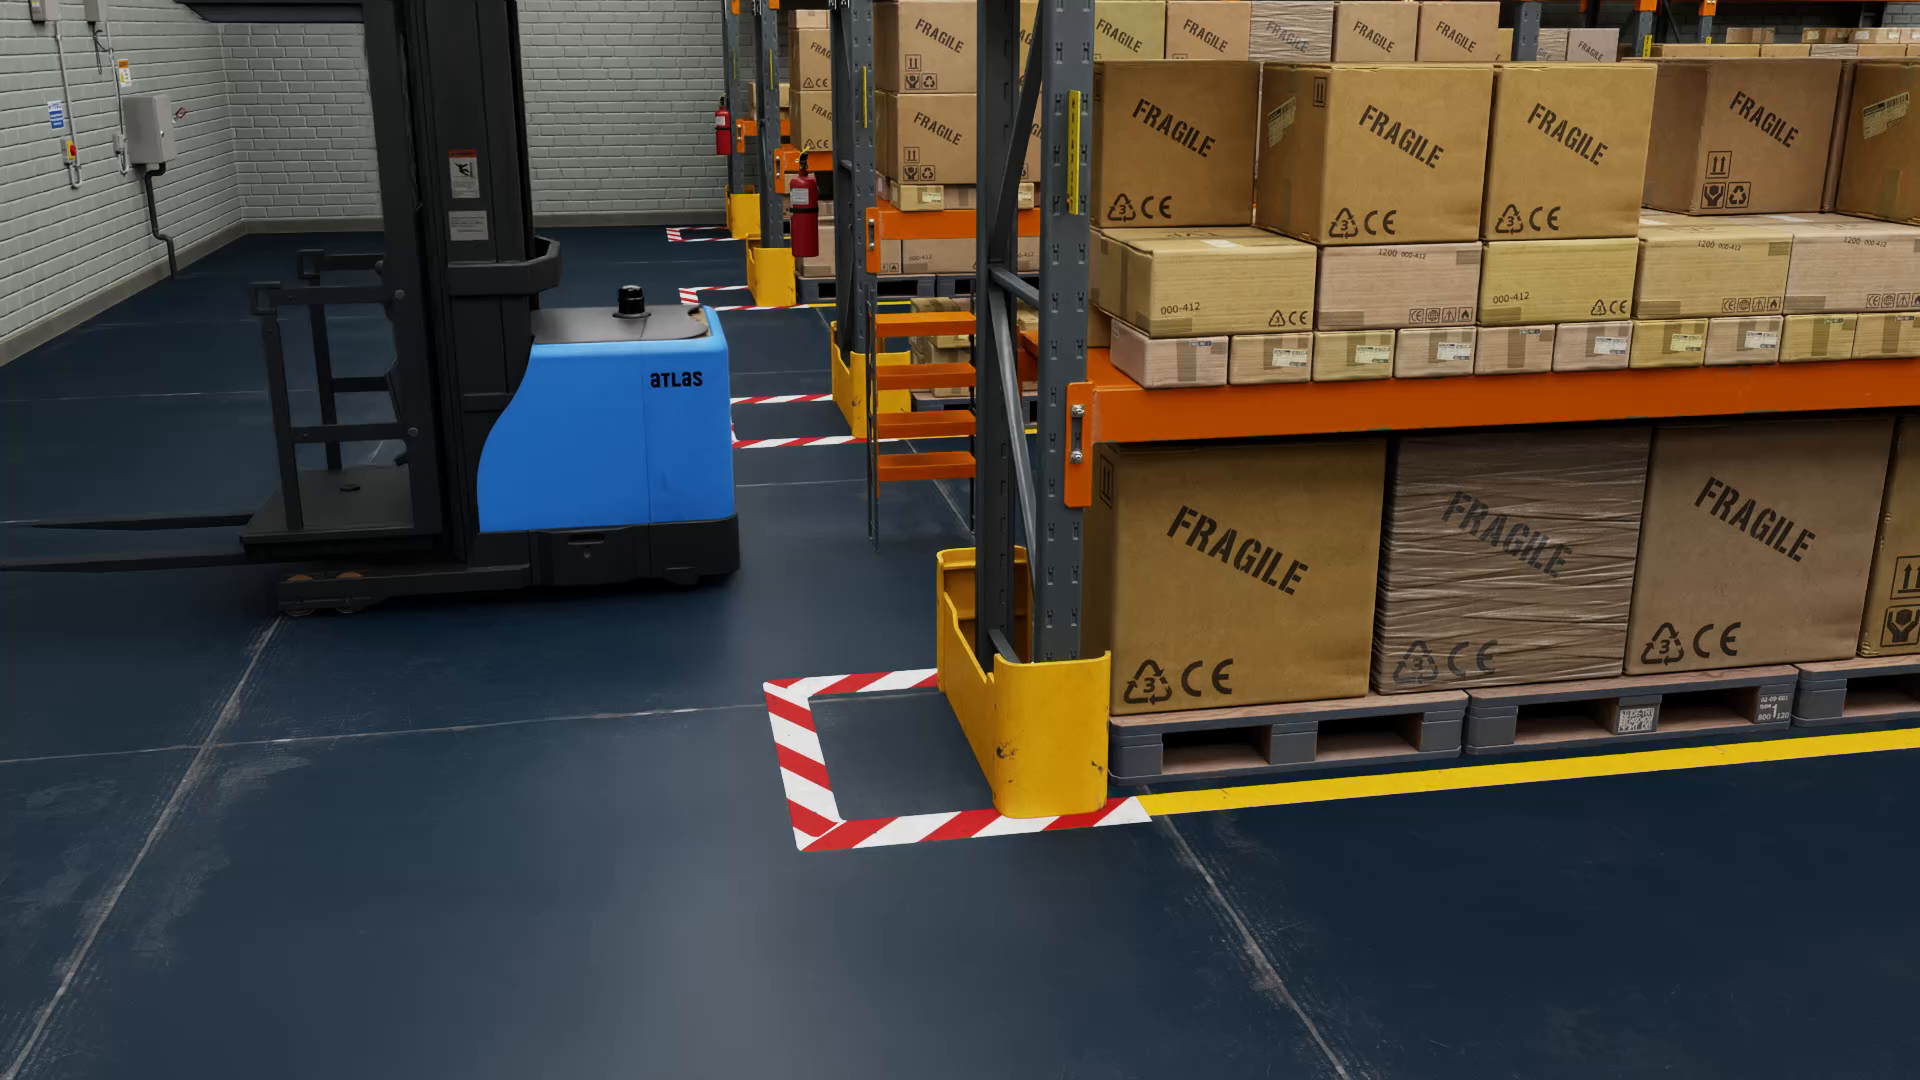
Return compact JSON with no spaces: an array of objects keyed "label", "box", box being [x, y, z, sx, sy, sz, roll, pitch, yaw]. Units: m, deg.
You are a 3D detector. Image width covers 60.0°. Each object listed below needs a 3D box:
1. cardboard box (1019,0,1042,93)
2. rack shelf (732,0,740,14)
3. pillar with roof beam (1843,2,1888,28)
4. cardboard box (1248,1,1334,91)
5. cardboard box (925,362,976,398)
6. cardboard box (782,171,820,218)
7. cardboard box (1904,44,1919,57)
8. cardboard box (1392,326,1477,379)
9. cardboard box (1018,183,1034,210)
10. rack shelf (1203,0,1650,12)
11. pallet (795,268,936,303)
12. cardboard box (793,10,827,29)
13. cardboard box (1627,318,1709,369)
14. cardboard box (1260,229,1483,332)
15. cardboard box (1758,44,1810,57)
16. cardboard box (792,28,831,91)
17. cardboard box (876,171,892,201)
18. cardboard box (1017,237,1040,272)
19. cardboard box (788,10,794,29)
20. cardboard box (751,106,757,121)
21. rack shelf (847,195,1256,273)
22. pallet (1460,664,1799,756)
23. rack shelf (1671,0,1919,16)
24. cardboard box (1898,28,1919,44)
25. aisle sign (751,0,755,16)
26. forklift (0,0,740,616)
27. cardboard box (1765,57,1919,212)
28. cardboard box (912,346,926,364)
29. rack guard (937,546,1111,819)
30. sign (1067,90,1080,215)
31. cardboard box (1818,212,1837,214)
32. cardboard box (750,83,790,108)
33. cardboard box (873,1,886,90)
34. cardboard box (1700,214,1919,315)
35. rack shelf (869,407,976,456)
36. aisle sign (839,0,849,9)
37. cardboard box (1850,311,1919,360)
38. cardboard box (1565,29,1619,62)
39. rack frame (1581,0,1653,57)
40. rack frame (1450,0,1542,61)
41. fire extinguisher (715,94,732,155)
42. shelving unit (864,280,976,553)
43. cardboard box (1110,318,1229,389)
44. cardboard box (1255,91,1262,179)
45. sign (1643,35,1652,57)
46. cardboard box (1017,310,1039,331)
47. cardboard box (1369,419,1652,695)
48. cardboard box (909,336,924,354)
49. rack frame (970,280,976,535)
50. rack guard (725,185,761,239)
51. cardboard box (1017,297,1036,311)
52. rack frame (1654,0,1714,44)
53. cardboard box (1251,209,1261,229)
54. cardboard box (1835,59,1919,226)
[{"label":"cardboard box","box":[0.353,-2.844,9.582,0.500,0.500,0.500,-3,17,-9]},{"label":"rack shelf","box":[-0.652,-6.251,19.171,4.000,0.370,1.077,-3,17,-10]},{"label":"pillar with roof beam","box":[13.055,-7.788,17.843,0.400,9.000,9.100,-3,17,-10]},{"label":"cardboard box","box":[1.873,-2.929,9.860,0.500,0.500,0.500,-3,17,-9]},{"label":"cardboard box","box":[-0.057,-0.972,10.008,0.250,0.149,0.380,-3,17,-9]},{"label":"cardboard box","box":[-1.998,-4.064,19.470,0.637,0.503,0.797,-4,18,-13]},{"label":"cardboard box","box":[9.215,-4.558,16.150,0.500,0.500,0.500,-3,17,-10]},{"label":"cardboard box","box":[1.379,-0.610,5.118,0.250,0.149,0.380,-4,17,-11]},{"label":"cardboard box","box":[0.264,-2.026,9.729,0.250,0.149,0.380,-4,17,-12]},{"label":"rack shelf","box":[4.220,-5.043,15.238,4.000,0.370,1.077,-3,17,-10]},{"label":"pallet","box":[-0.901,-2.353,15.112,1.213,0.211,1.003,-3,17,-10]},{"label":"cardboard box","box":[-1.270,-4.394,14.032,0.250,0.149,0.380,-3,17,-9]},{"label":"cardboard box","box":[2.130,-0.652,5.255,0.250,0.149,0.380,-4,17,-12]},{"label":"cardboard box","box":[1.241,-0.812,5.096,0.500,0.250,0.500,-3,17,-11]},{"label":"cardboard box","box":[7.700,-4.476,15.883,0.500,0.500,0.500,-3,17,-10]},{"label":"cardboard box","box":[-1.145,-4.089,14.143,0.500,0.500,0.500,-4,17,-12]},{"label":"cardboard box","box":[-0.366,-2.177,10.218,0.250,0.149,0.380,-3,17,-10]},{"label":"cardboard box","box":[0.741,-2.763,15.348,0.875,0.438,0.875,-4,17,-12]},{"label":"cardboard box","box":[-1.356,-4.532,14.481,0.250,0.149,0.380,-3,17,-10]},{"label":"cardboard box","box":[-2.241,-4.869,18.982,0.250,0.149,0.380,-3,17,-11]},{"label":"rack shelf","box":[1.331,-1.965,10.325,4.000,0.370,1.077,-3,17,-10]},{"label":"pallet","box":[2.175,0.437,6.029,1.213,0.211,1.003,-3,17,-10]},{"label":"rack shelf","box":[11.130,-6.919,21.347,4.000,0.370,1.077,-3,17,-10]},{"label":"cardboard box","box":[9.027,-4.855,16.013,0.250,0.149,0.380,-4,17,-12]},{"label":"aisle sign","box":[-1.800,-4.947,14.381,0.004,0.787,0.394,-3,17,-10]},{"label":"forklift","box":[-2.521,-1.257,6.912,3.031,2.935,1.130,-3,17,-11]},{"label":"cardboard box","box":[3.133,-1.435,5.848,0.500,0.500,0.500,-3,17,-10]},{"label":"cardboard box","box":[-0.155,-1.125,10.505,0.250,0.149,0.380,-3,17,-10]},{"label":"rack guard","box":[0.186,0.434,5.546,0.348,0.500,1.175,-3,17,-10]},{"label":"sign","box":[0.309,-1.053,4.523,0.005,0.325,0.100,-3,17,-10]},{"label":"cardboard box","box":[3.136,-1.078,5.962,0.500,0.250,0.500,-3,17,-11]},{"label":"cardboard box","box":[-2.120,-5.067,18.950,0.500,0.250,0.500,-3,17,-10]},{"label":"cardboard box","box":[-0.230,-2.962,9.968,0.500,0.500,0.500,-4,17,-12]},{"label":"cardboard box","box":[2.744,-0.897,5.372,0.500,0.250,0.500,-3,17,-9]},{"label":"rack shelf","box":[-0.163,-0.500,7.625,0.480,0.148,0.258,-3,17,-10]},{"label":"aisle sign","box":[-0.647,-3.349,9.181,0.004,0.787,0.394,-3,17,-10]},{"label":"cardboard box","box":[2.889,-0.696,5.396,0.250,0.149,0.380,-3,17,-9]},{"label":"cardboard box","box":[5.726,-4.486,15.435,0.500,0.500,0.500,-4,17,-12]},{"label":"rack frame","box":[6.184,-4.064,15.935,0.127,3.000,1.000,-3,17,-10]},{"label":"rack frame","box":[3.295,-2.420,10.582,0.127,3.000,1.000,-3,17,-10]},{"label":"fire extinguisher","box":[-2.673,-4.693,18.748,0.183,0.674,0.296,-3,17,-10]},{"label":"shelving unit","box":[-0.163,-0.564,7.606,0.503,1.200,0.258,-3,17,-10]},{"label":"cardboard box","box":[0.620,-0.566,4.975,0.250,0.149,0.380,-3,17,-10]},{"label":"cardboard box","box":[1.875,-2.446,9.989,0.500,0.500,0.500,-3,17,-11]},{"label":"sign","box":[6.292,-4.458,15.245,0.005,0.325,0.100,-3,17,-10]},{"label":"cardboard box","box":[0.466,-1.278,9.991,0.250,0.149,0.380,-3,17,-11]},{"label":"cardboard box","box":[1.716,-0.056,5.790,0.875,0.875,0.875,-3,17,-10]},{"label":"cardboard box","box":[-0.168,-1.289,10.534,0.250,0.149,0.380,-4,17,-12]},{"label":"rack frame","box":[0.077,-0.578,7.650,0.015,1.200,0.240,-3,17,-10]},{"label":"rack guard","box":[-2.541,-3.859,19.523,0.348,0.500,1.175,-3,17,-10]},{"label":"cardboard box","box":[0.327,-1.471,10.618,0.250,0.149,0.380,-4,17,-12]},{"label":"rack frame","box":[9.166,-5.718,21.319,0.127,3.000,1.000,-3,17,-10]},{"label":"cardboard box","box":[1.133,-0.964,5.590,0.500,0.250,0.500,-4,17,-11]},{"label":"cardboard box","box":[3.243,-1.284,5.356,0.500,0.500,0.500,-3,17,-10]}]
